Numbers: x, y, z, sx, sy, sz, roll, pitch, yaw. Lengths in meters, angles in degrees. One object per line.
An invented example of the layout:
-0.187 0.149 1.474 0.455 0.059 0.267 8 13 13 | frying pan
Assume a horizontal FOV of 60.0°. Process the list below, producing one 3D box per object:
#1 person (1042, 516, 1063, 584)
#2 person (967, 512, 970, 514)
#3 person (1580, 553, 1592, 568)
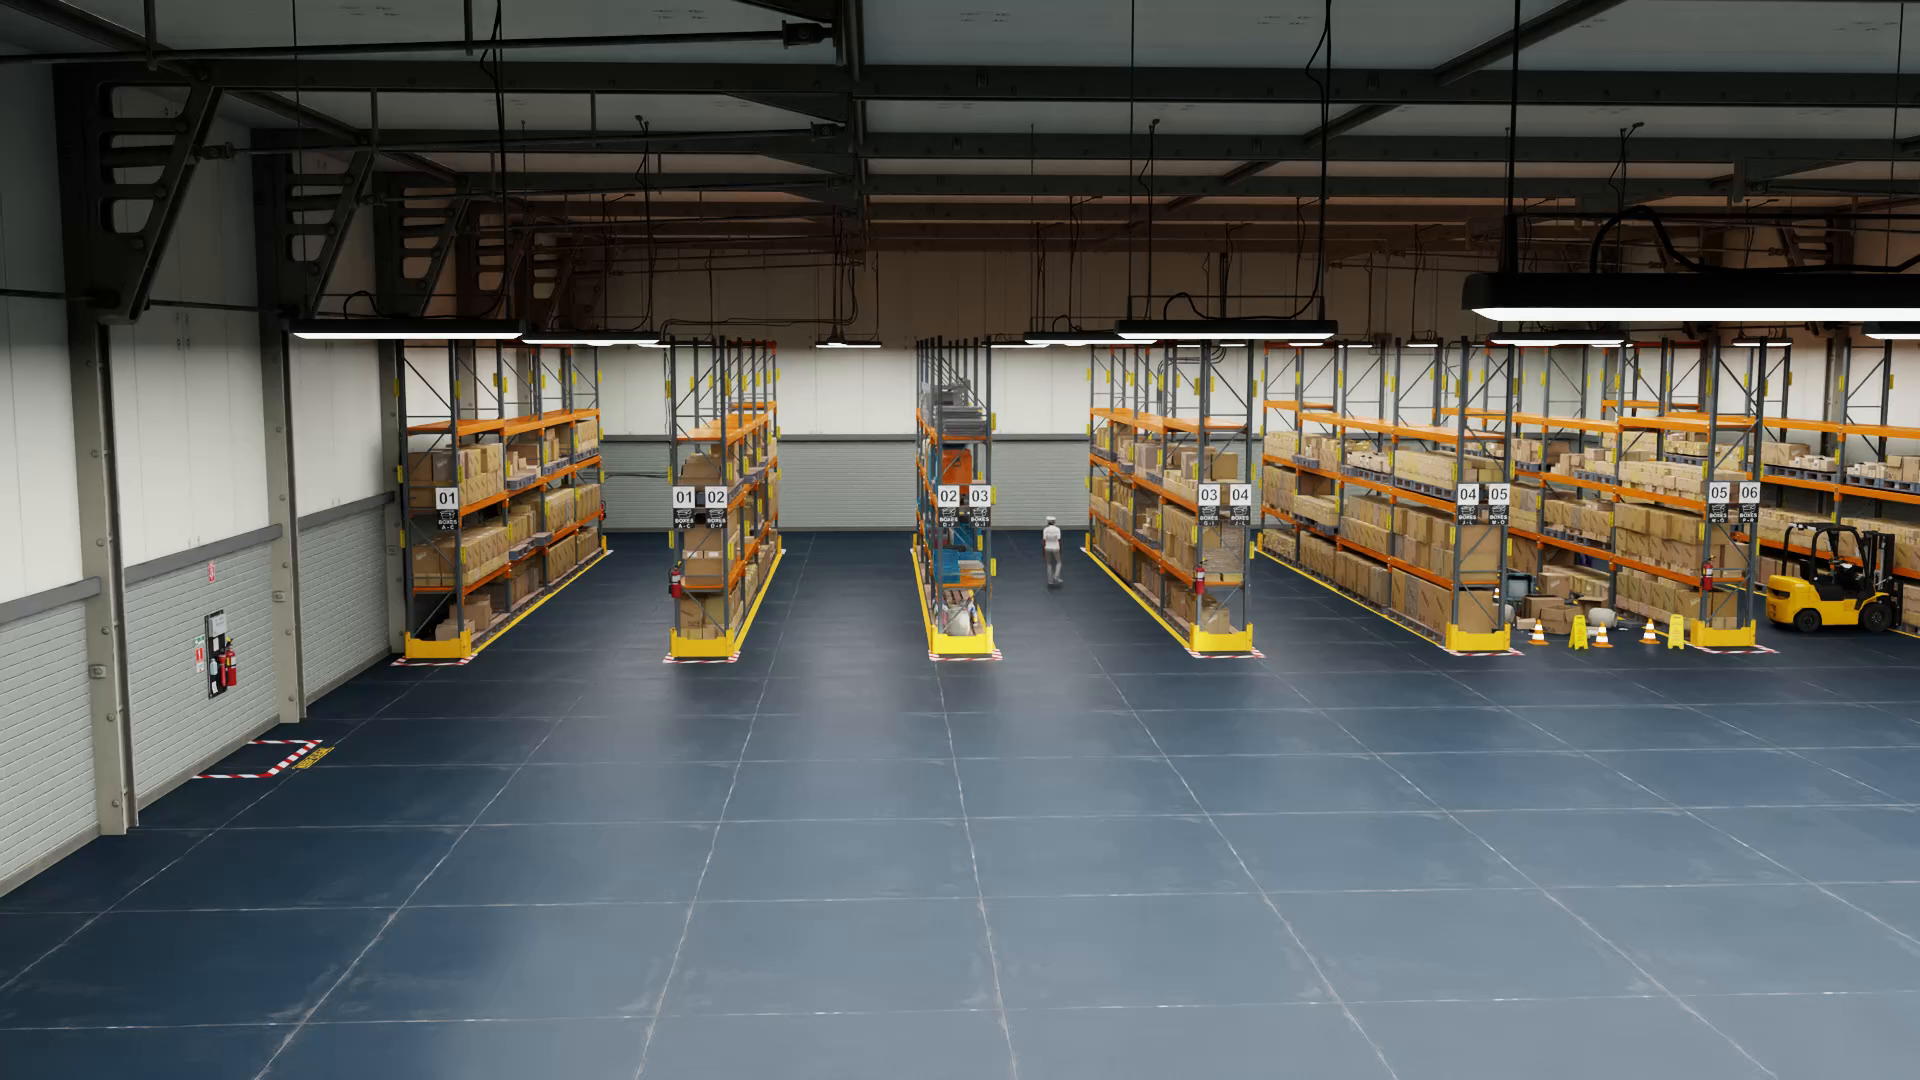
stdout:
2.277 0.259 40.883 0.509 1.673 0.495 0 6 0 | person
0.477 -0.649 48.765 0.510 1.615 1.022 -1 7 -12 | person
16.227 0.034 43.128 0.526 1.695 0.381 -4 7 -29 | person
